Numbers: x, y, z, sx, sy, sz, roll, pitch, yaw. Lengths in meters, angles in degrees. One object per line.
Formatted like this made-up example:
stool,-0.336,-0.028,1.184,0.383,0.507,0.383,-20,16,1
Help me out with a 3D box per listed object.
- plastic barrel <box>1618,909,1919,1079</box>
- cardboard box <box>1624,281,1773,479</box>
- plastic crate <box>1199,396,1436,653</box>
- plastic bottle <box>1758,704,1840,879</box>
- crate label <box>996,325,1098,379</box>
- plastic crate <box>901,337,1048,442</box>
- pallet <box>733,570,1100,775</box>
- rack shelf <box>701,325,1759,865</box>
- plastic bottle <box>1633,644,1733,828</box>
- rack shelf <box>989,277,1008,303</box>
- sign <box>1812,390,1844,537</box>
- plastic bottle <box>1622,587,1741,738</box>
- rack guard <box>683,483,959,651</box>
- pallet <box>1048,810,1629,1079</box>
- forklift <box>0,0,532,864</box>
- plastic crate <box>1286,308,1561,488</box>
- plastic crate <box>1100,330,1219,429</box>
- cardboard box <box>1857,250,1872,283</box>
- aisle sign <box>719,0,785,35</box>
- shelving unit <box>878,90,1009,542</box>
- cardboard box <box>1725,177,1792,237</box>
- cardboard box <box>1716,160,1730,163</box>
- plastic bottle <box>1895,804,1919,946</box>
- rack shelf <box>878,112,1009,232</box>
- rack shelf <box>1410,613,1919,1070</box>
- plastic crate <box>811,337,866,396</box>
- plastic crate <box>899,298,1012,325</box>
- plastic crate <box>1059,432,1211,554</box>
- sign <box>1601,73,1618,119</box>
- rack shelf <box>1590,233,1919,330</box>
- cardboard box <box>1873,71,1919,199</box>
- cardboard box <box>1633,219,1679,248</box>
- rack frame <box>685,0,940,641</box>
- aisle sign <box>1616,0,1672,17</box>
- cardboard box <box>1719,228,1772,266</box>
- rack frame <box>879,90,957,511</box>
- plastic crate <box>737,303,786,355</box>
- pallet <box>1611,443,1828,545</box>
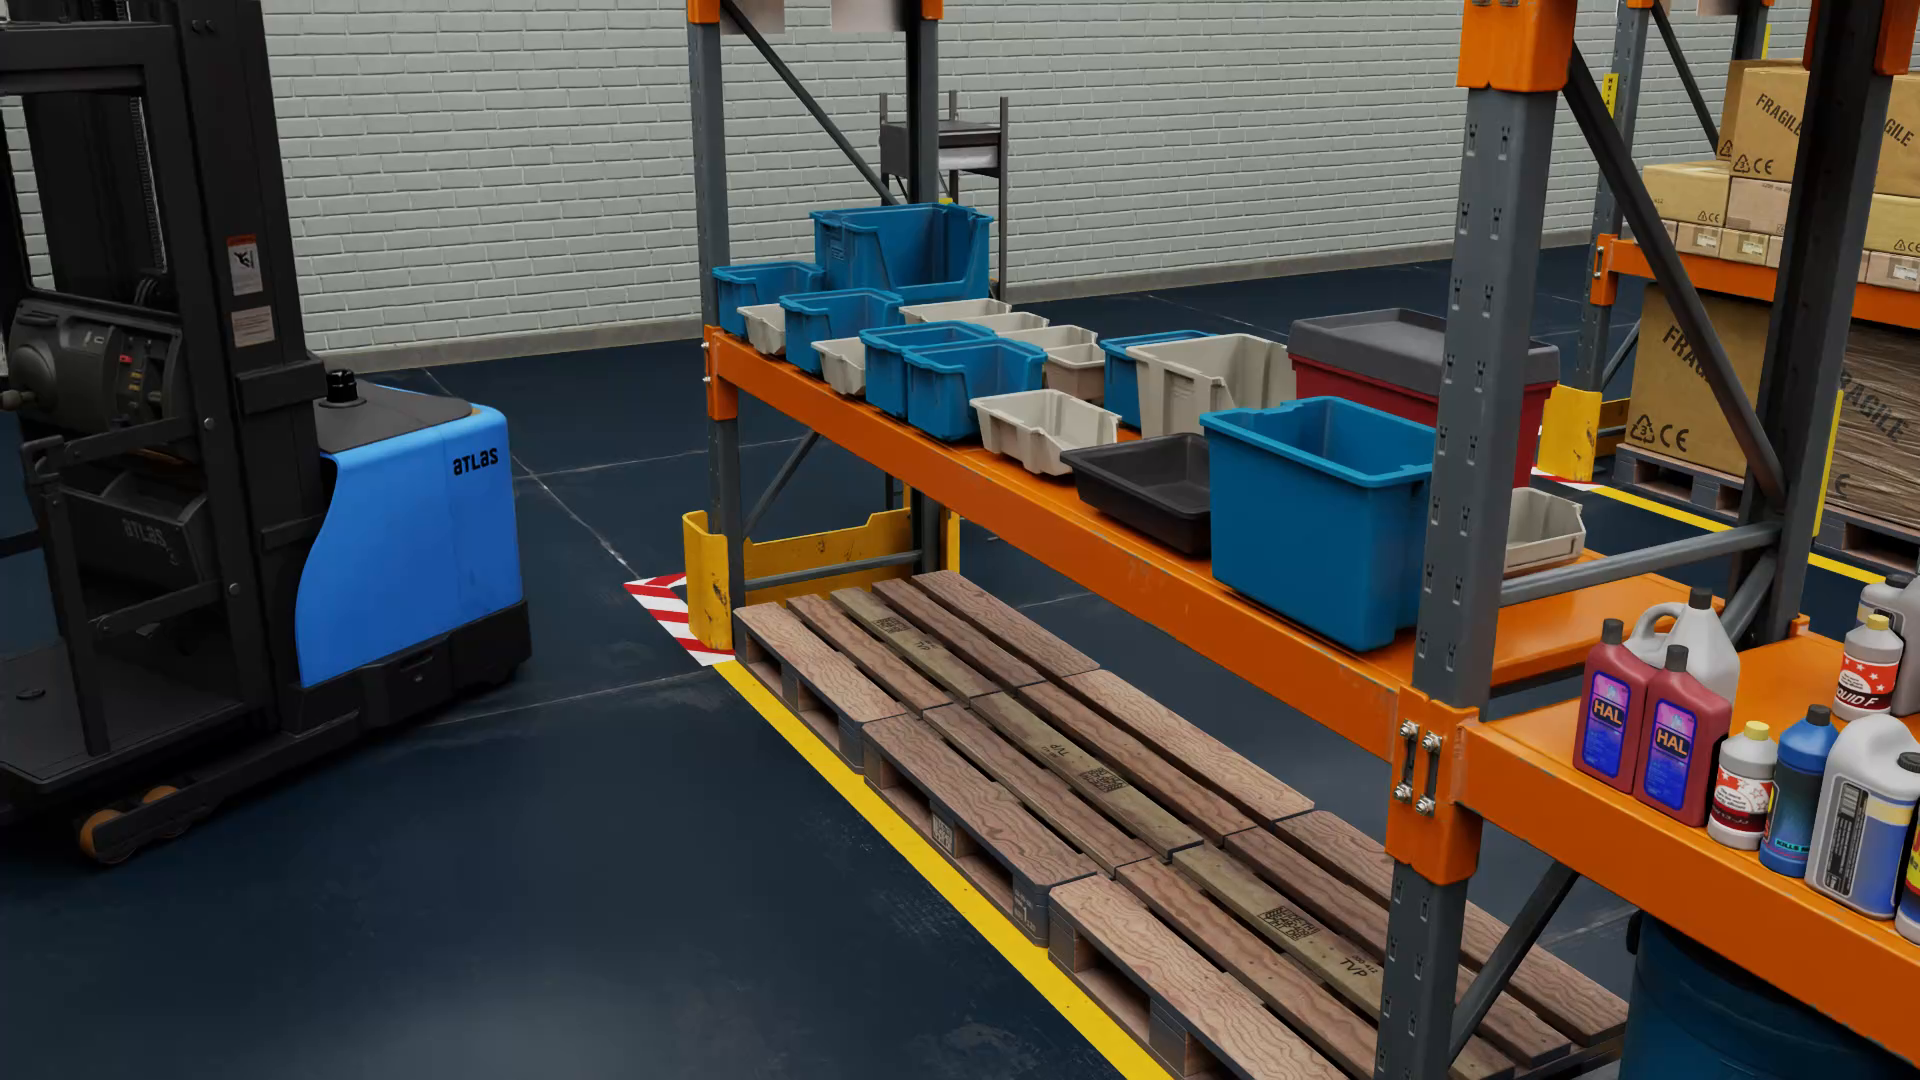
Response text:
plastic barrel,1.590,1.011,3.176,0.600,0.901,0.708,-10,21,-27
cardboard box,4.180,-0.880,8.695,0.875,0.875,0.875,-10,21,-27
plastic crate,0.825,-0.043,3.591,0.392,0.384,0.575,-10,21,-27
plastic bottle,1.326,0.387,2.607,0.097,0.271,0.097,0,19,0
crate label,0.272,-0.626,5.658,0.396,0.136,0.243,-10,21,-27
plastic crate,0.042,-0.453,5.010,0.416,0.233,0.300,-10,21,-27
pallet,-0.195,0.471,6.442,1.003,0.211,1.213,-10,21,-27
rack shelf,0.397,-0.175,5.144,1.077,0.370,4.000,-10,21,-27
plastic bottle,1.209,0.324,2.774,0.061,0.283,0.133,-10,21,-27
rack shelf,-0.079,-1.027,7.931,0.431,0.518,0.480,-10,21,-27
sign,1.832,-0.157,3.563,0.100,0.325,0.005,-10,21,-27
plastic bottle,1.248,0.245,2.899,0.144,0.351,0.185,-10,21,-27
rack guard,-0.576,0.087,7.112,1.175,0.500,0.348,-10,21,-27
pallet,0.963,1.172,4.412,1.003,0.211,1.213,-10,21,-27
forklift,-2.922,-0.548,5.227,1.130,2.935,3.031,12,22,31
plastic crate,1.143,-0.295,4.198,0.402,0.464,0.583,-10,21,-27
plastic crate,0.648,-0.489,5.114,0.416,0.233,0.300,-10,21,-27
cardboard box,4.174,-1.290,7.657,0.380,0.149,0.250,-10,22,-28
aisle sign,-0.848,-2.293,6.193,0.394,0.787,0.004,-10,21,-27
shelving unit,-0.079,-1.040,7.927,0.431,2.100,0.503,-10,21,-27
cardboard box,4.049,-1.599,7.940,0.500,0.250,0.500,-10,22,-27
cardboard box,4.270,-1.828,8.606,0.500,0.250,0.500,-10,22,-28
plastic bottle,1.436,0.454,2.414,0.097,0.271,0.097,0,19,0
rack shelf,-0.079,-1.689,7.703,0.431,0.518,0.480,-10,21,-27
rack shelf,2.296,0.973,1.816,1.077,0.370,4.000,-10,21,-27
plastic crate,-0.324,-0.572,5.502,0.250,0.136,0.298,-10,21,-27
plastic crate,-0.006,-0.787,6.126,0.396,0.136,0.243,-10,21,-27
plastic crate,0.579,-0.119,4.208,0.437,0.125,0.590,-10,21,-27
sign,3.315,-2.219,8.515,0.100,0.325,0.005,-10,21,-27
rack shelf,4.756,-0.943,7.367,1.077,0.370,4.000,-10,21,-27
cardboard box,4.285,-1.810,7.402,0.500,0.500,0.500,-11,22,-28
cardboard box,3.684,-1.585,8.511,0.380,0.149,0.250,-10,21,-26
rack frame,-0.553,-1.090,6.690,1.000,3.000,0.127,-10,21,-27
aisle sign,3.508,-3.060,8.415,0.394,0.787,0.004,-10,21,-27
cardboard box,3.929,-1.438,8.086,0.380,0.149,0.250,-11,22,-28
rack frame,-0.194,-1.110,8.130,0.400,2.100,0.015,-10,21,-27
plastic crate,-0.646,-0.766,6.066,0.250,0.136,0.298,-10,21,-27
pallet,4.255,-0.321,8.738,1.003,0.211,1.213,-10,21,-27
